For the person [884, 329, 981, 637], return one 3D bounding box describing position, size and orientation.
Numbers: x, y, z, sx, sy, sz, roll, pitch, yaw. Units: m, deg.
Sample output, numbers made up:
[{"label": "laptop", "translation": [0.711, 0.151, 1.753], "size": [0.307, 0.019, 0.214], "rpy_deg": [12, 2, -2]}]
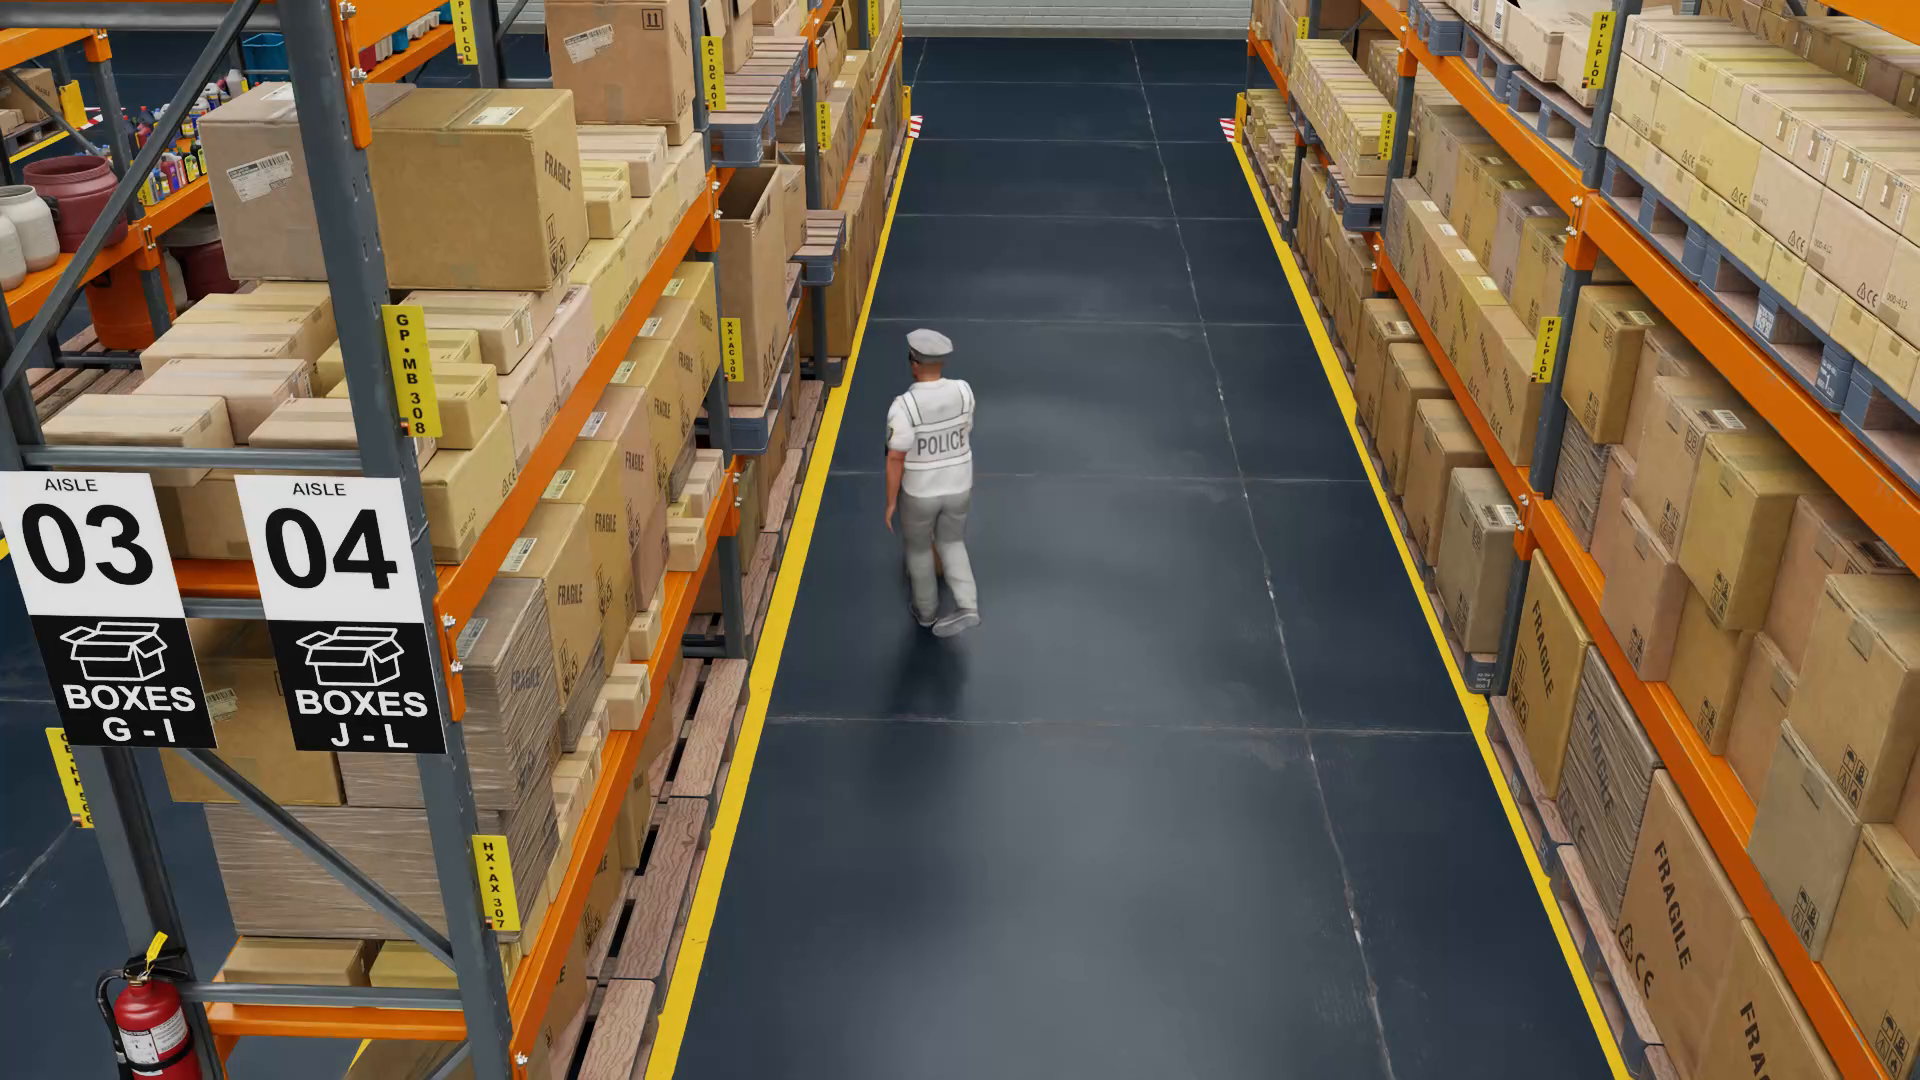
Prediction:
[{"label": "person", "translation": [-0.157, -0.266, 9.099], "size": [0.562, 1.754, 0.657], "rpy_deg": [-12, 30, -21]}]
